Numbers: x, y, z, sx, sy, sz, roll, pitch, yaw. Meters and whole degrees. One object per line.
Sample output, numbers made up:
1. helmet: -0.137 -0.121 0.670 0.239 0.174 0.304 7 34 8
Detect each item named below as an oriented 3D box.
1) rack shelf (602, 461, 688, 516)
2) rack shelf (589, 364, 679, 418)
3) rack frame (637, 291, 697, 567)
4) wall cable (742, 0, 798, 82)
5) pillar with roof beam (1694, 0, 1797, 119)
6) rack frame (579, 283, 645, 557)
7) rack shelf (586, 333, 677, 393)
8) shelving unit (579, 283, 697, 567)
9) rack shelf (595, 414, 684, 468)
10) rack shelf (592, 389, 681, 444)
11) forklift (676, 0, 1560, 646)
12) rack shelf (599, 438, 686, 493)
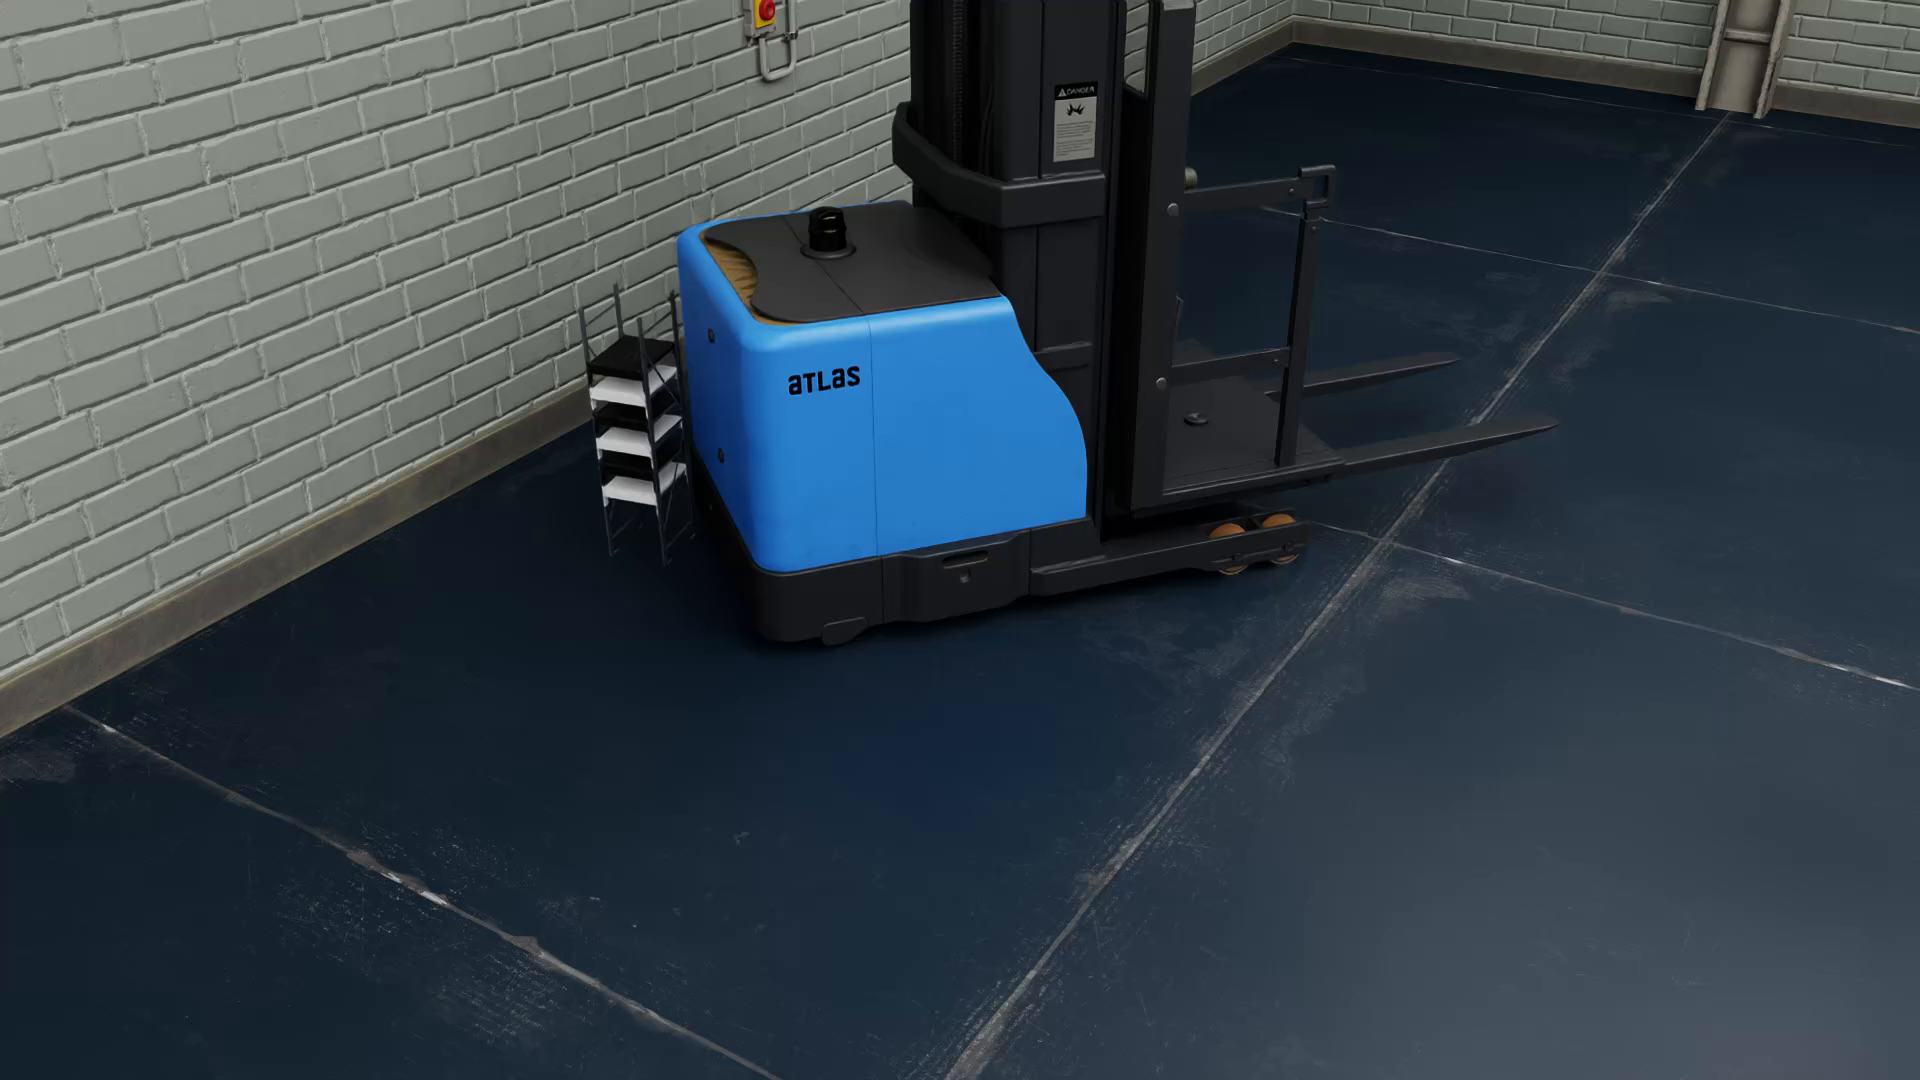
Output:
1. rack shelf: -1.052 -0.186 5.598 0.200 0.077 0.258 10 32 16
2. rack shelf: -1.053 -0.496 5.415 0.200 0.077 0.258 10 32 16
3. rack frame: -0.956 -0.353 5.461 0.006 0.900 0.240 10 32 16
4. wall cable: -0.803 -2.715 6.387 0.123 1.953 0.585 18 35 27
5. pillar with roof beam: 2.528 -4.742 4.948 0.400 9.000 9.100 18 35 27
6. rack frame: -1.149 -0.386 5.518 0.006 0.900 0.240 10 32 16
7. rack shelf: -1.053 -0.574 5.369 0.200 0.077 0.258 10 32 16
8. shelving unit: -1.052 -0.370 5.489 0.210 0.900 0.258 10 32 16
9. rack shelf: -1.052 -0.341 5.506 0.200 0.077 0.258 10 32 16
10. rack shelf: -1.053 -0.419 5.461 0.200 0.077 0.258 10 32 16
11. forklift: 0.644 -1.390 5.223 3.031 2.935 1.130 -11 32 -17
12. rack shelf: -1.052 -0.264 5.552 0.200 0.077 0.258 10 32 16
